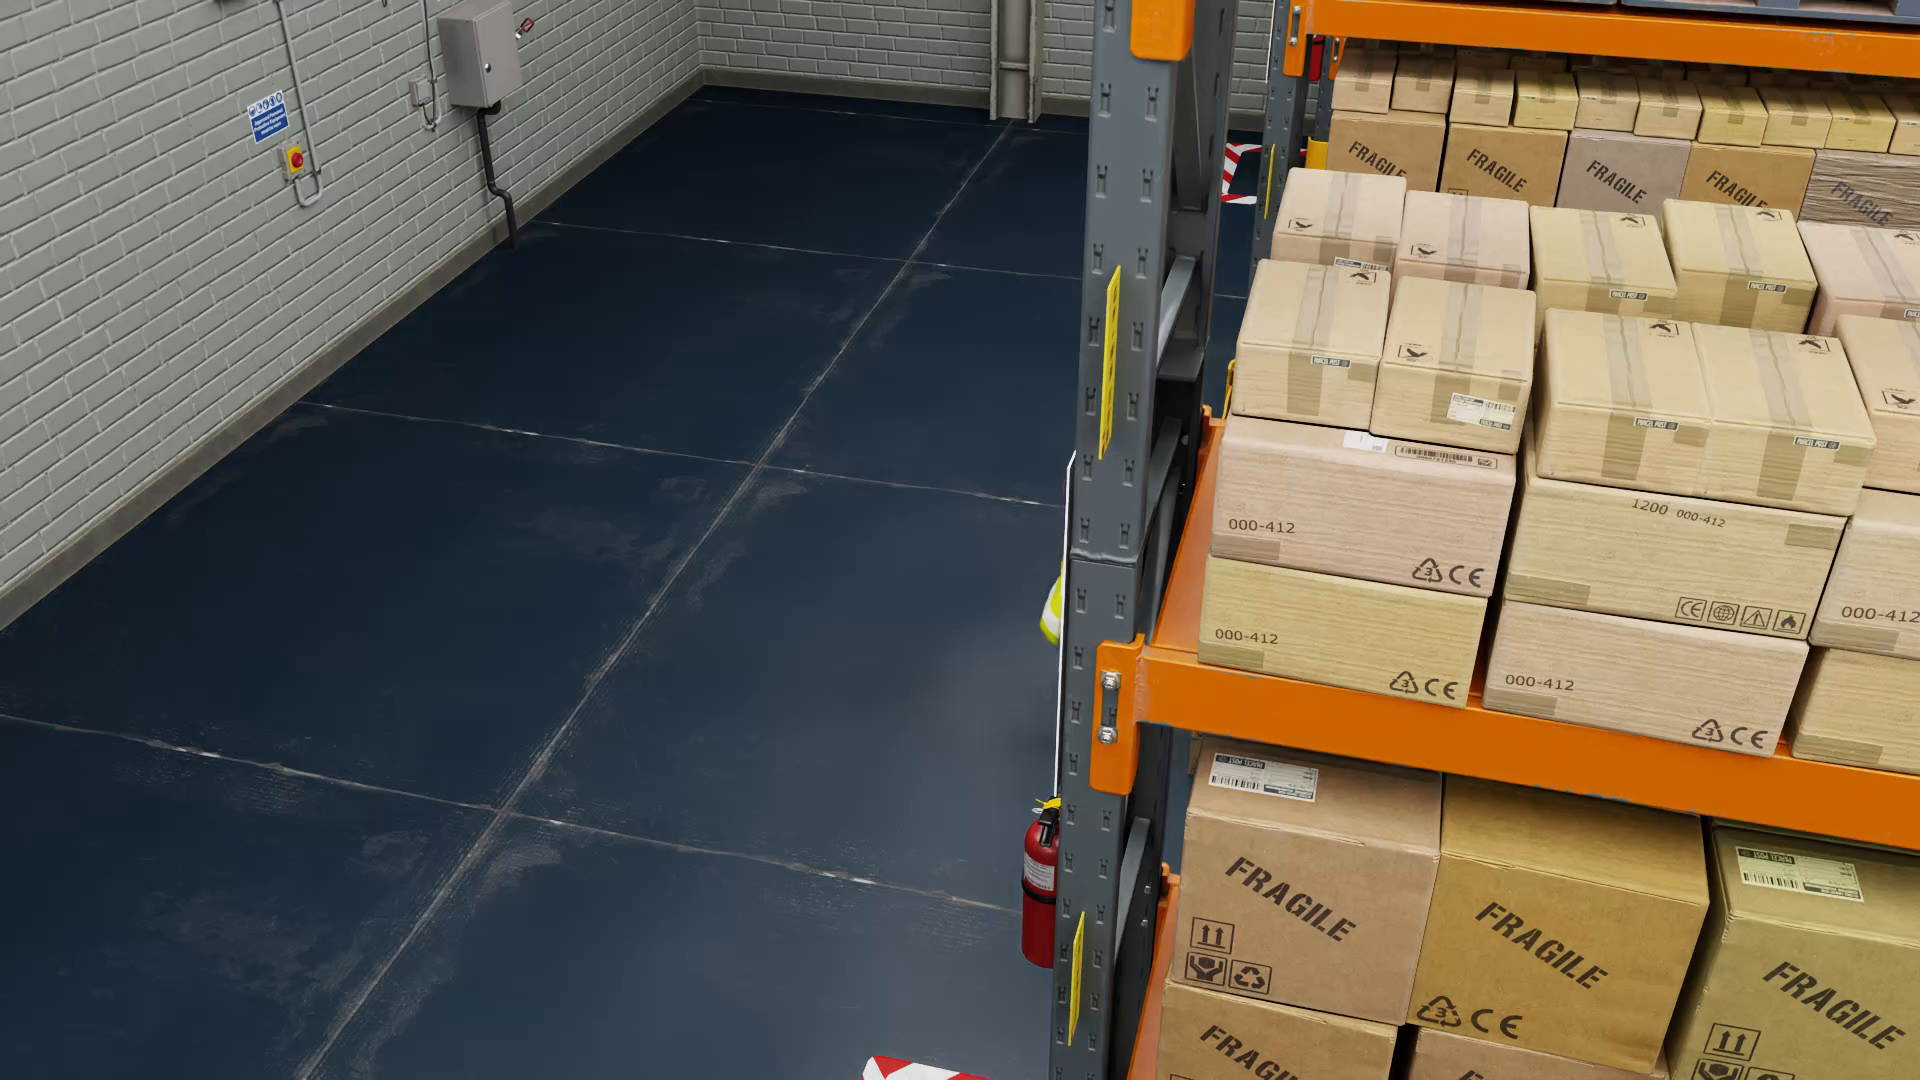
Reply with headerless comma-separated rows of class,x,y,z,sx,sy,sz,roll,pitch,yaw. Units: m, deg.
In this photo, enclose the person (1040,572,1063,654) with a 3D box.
person,0.769,0.367,7.040,0.831,1.233,0.623,8,34,12
